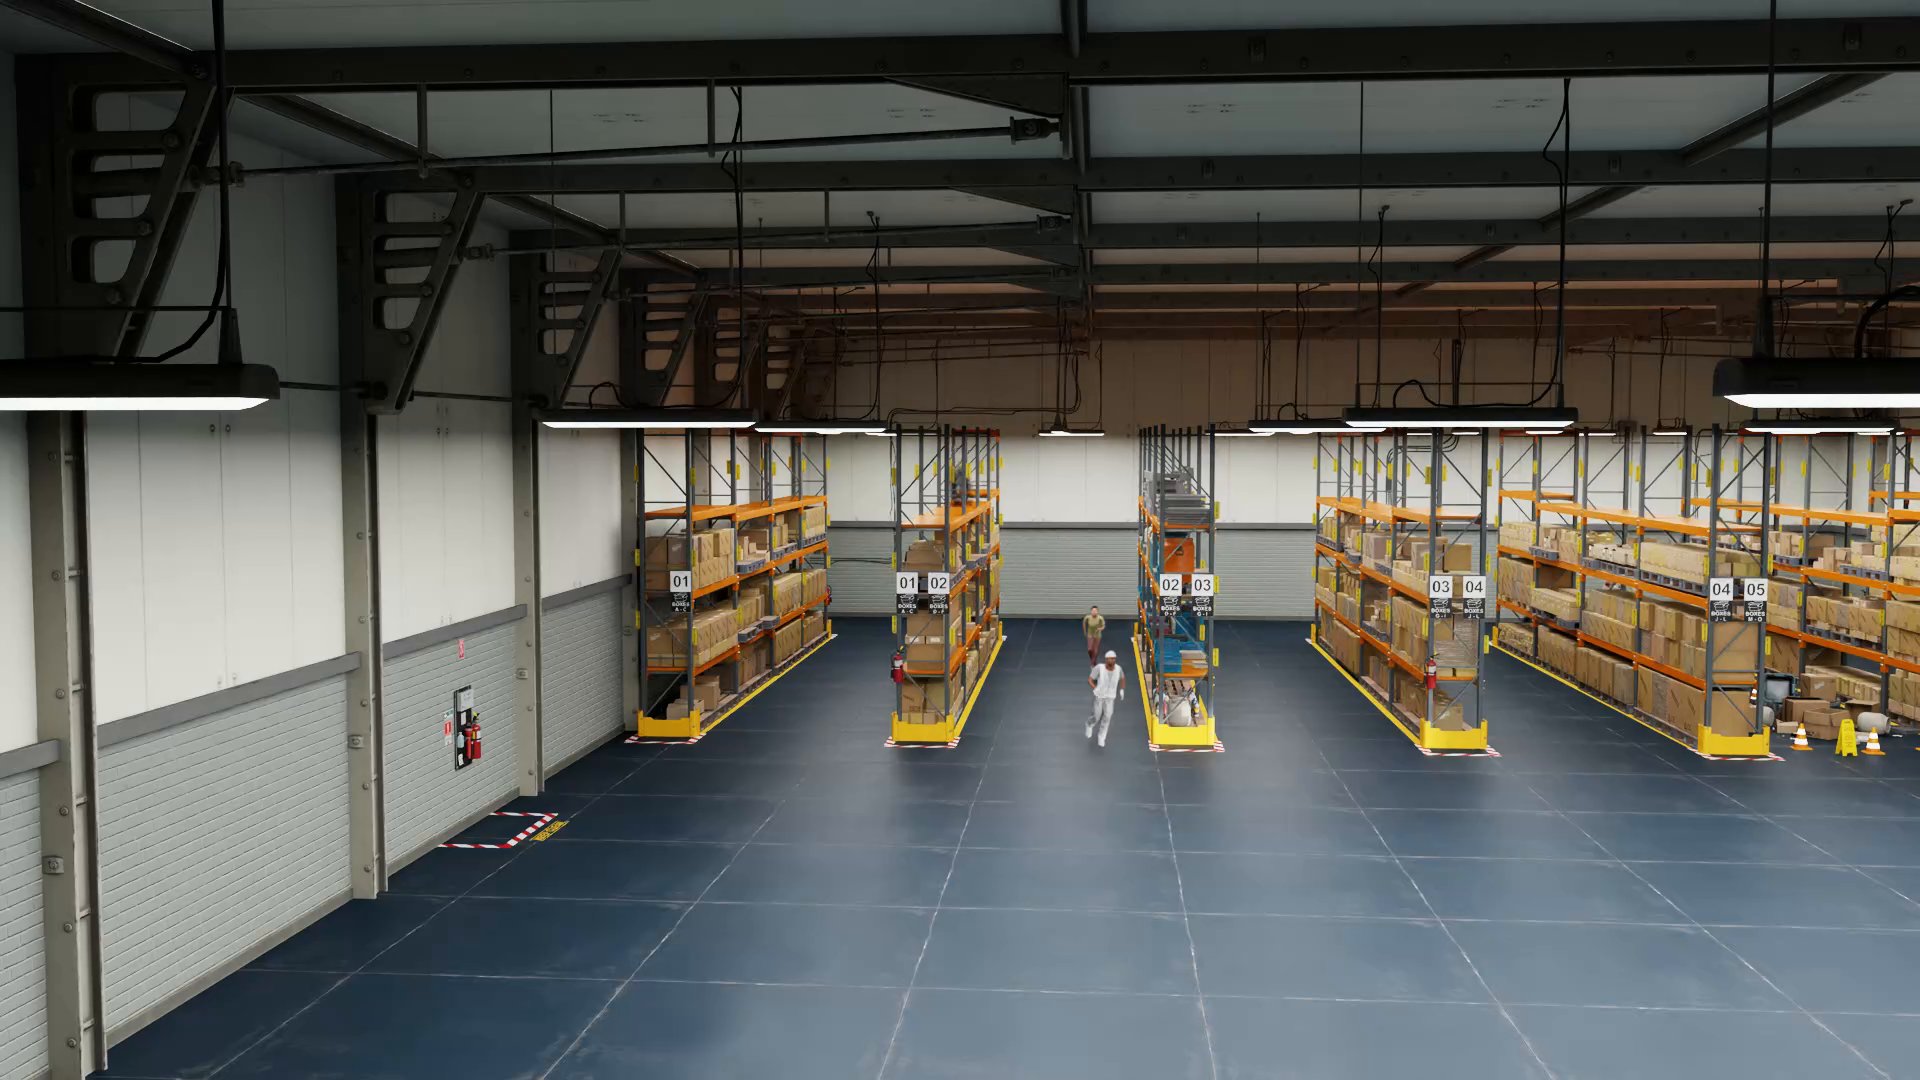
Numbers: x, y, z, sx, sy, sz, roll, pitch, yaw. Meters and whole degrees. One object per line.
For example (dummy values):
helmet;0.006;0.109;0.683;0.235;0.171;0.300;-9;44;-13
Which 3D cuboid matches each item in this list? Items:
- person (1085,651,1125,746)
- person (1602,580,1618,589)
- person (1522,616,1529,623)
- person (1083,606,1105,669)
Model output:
person;2.764;2.958;31.349;0.742;1.753;0.778;-1;4;-13
person;18.778;1.920;48.105;0.863;1.771;0.657;-1;4;-19
person;16.169;2.083;47.157;0.489;1.557;0.617;3;5;44
person;3.309;2.407;41.004;0.542;1.593;0.674;0;3;2
